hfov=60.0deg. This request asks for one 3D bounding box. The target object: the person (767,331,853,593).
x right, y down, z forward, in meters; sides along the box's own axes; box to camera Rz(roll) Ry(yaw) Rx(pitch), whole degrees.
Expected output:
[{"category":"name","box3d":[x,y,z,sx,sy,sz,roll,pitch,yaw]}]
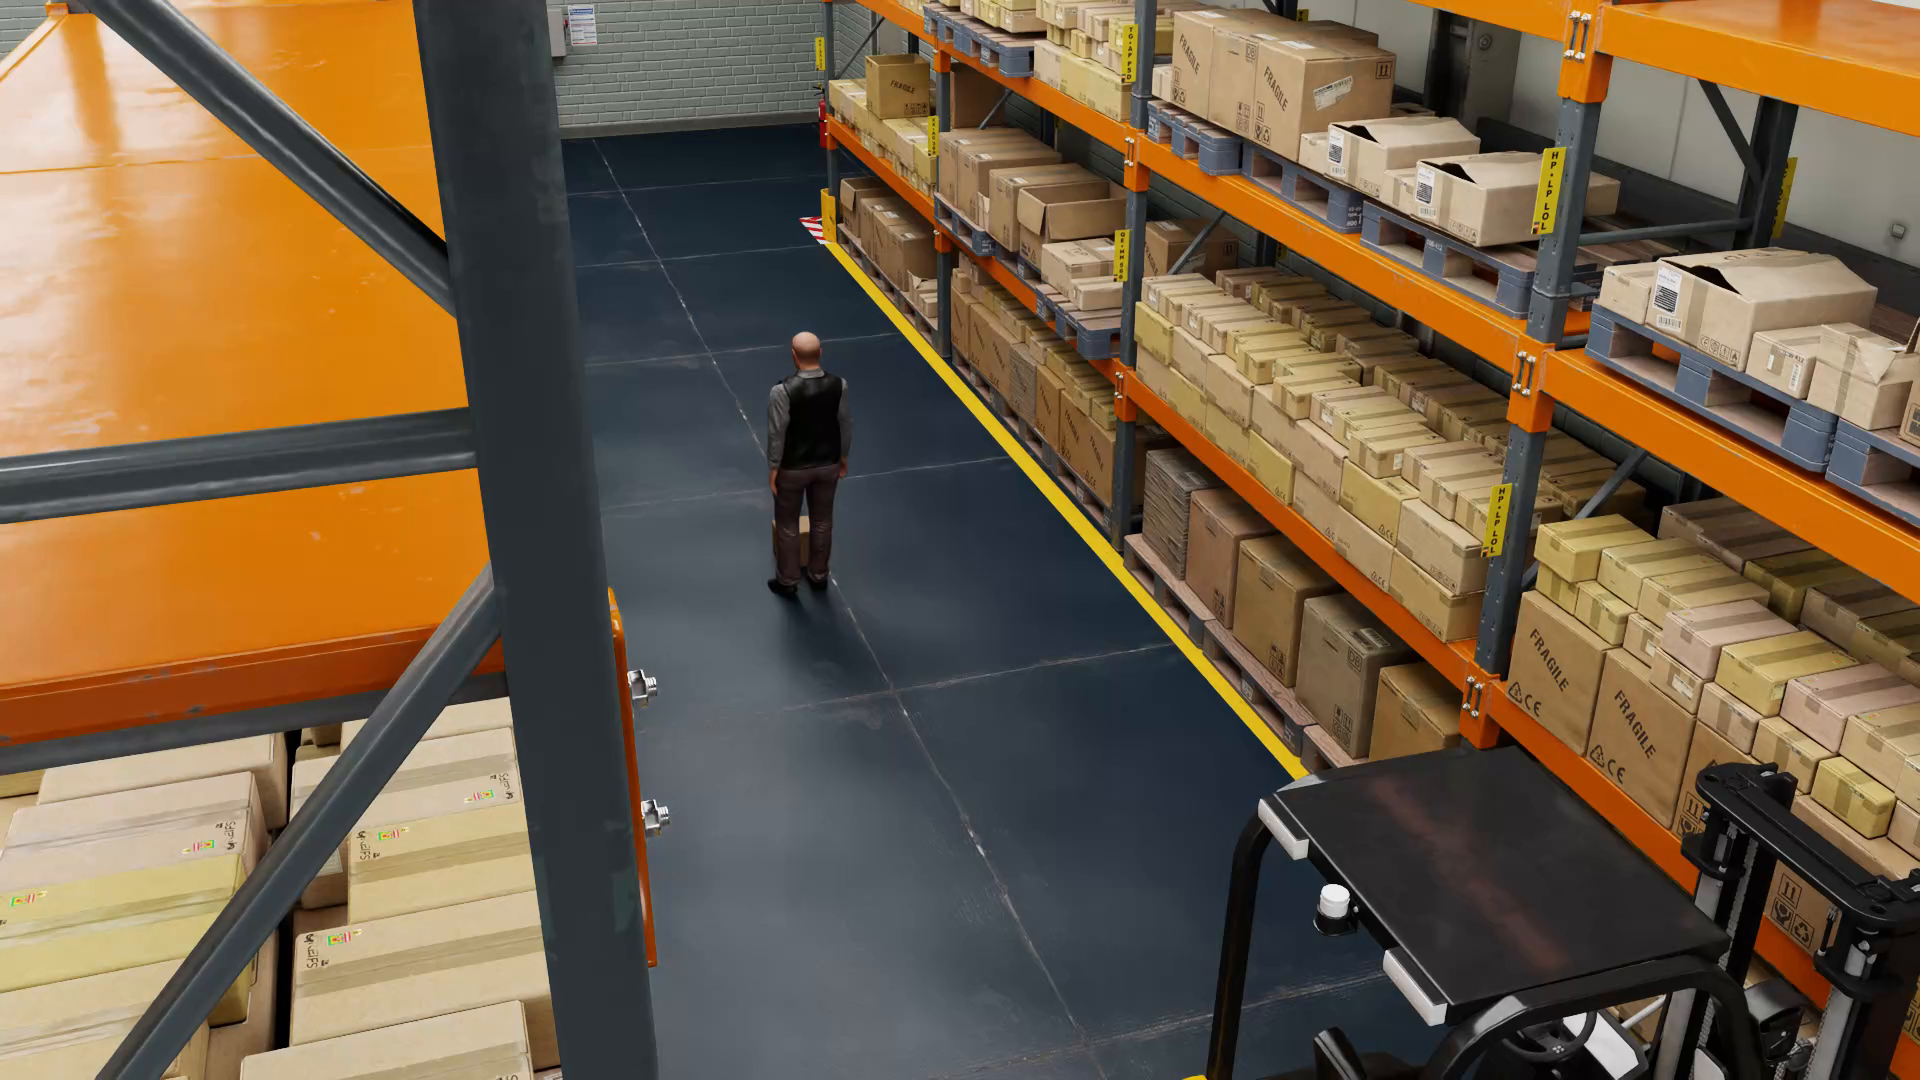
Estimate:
[{"category":"person","box3d":[-0.952,-0.463,10.327,0.557,1.752,0.446,-11,28,-21]}]
